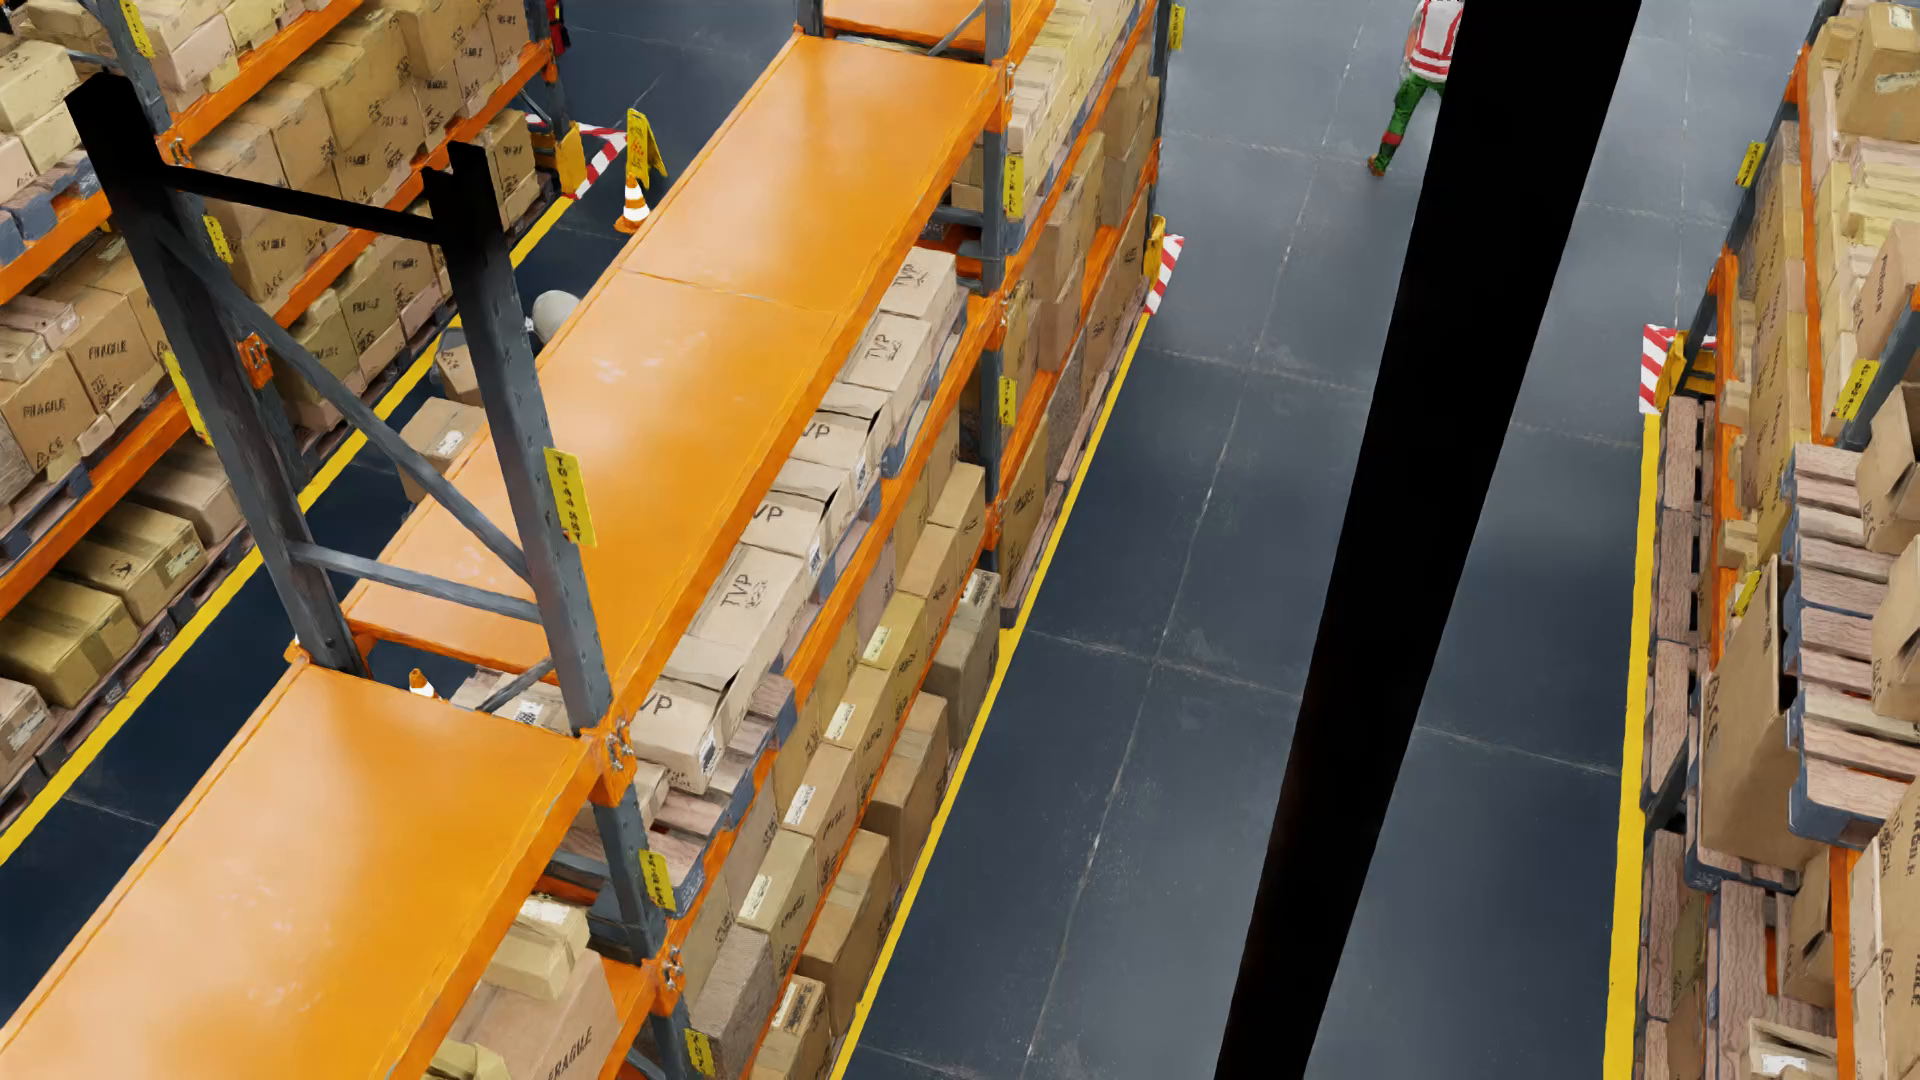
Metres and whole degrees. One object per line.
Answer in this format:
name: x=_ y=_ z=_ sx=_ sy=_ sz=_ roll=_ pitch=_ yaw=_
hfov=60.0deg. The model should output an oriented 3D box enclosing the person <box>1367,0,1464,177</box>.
person: x=3.897 y=-3.872 z=13.718 sx=0.598 sy=1.733 sz=0.988 roll=30 pitch=53 yaw=26
